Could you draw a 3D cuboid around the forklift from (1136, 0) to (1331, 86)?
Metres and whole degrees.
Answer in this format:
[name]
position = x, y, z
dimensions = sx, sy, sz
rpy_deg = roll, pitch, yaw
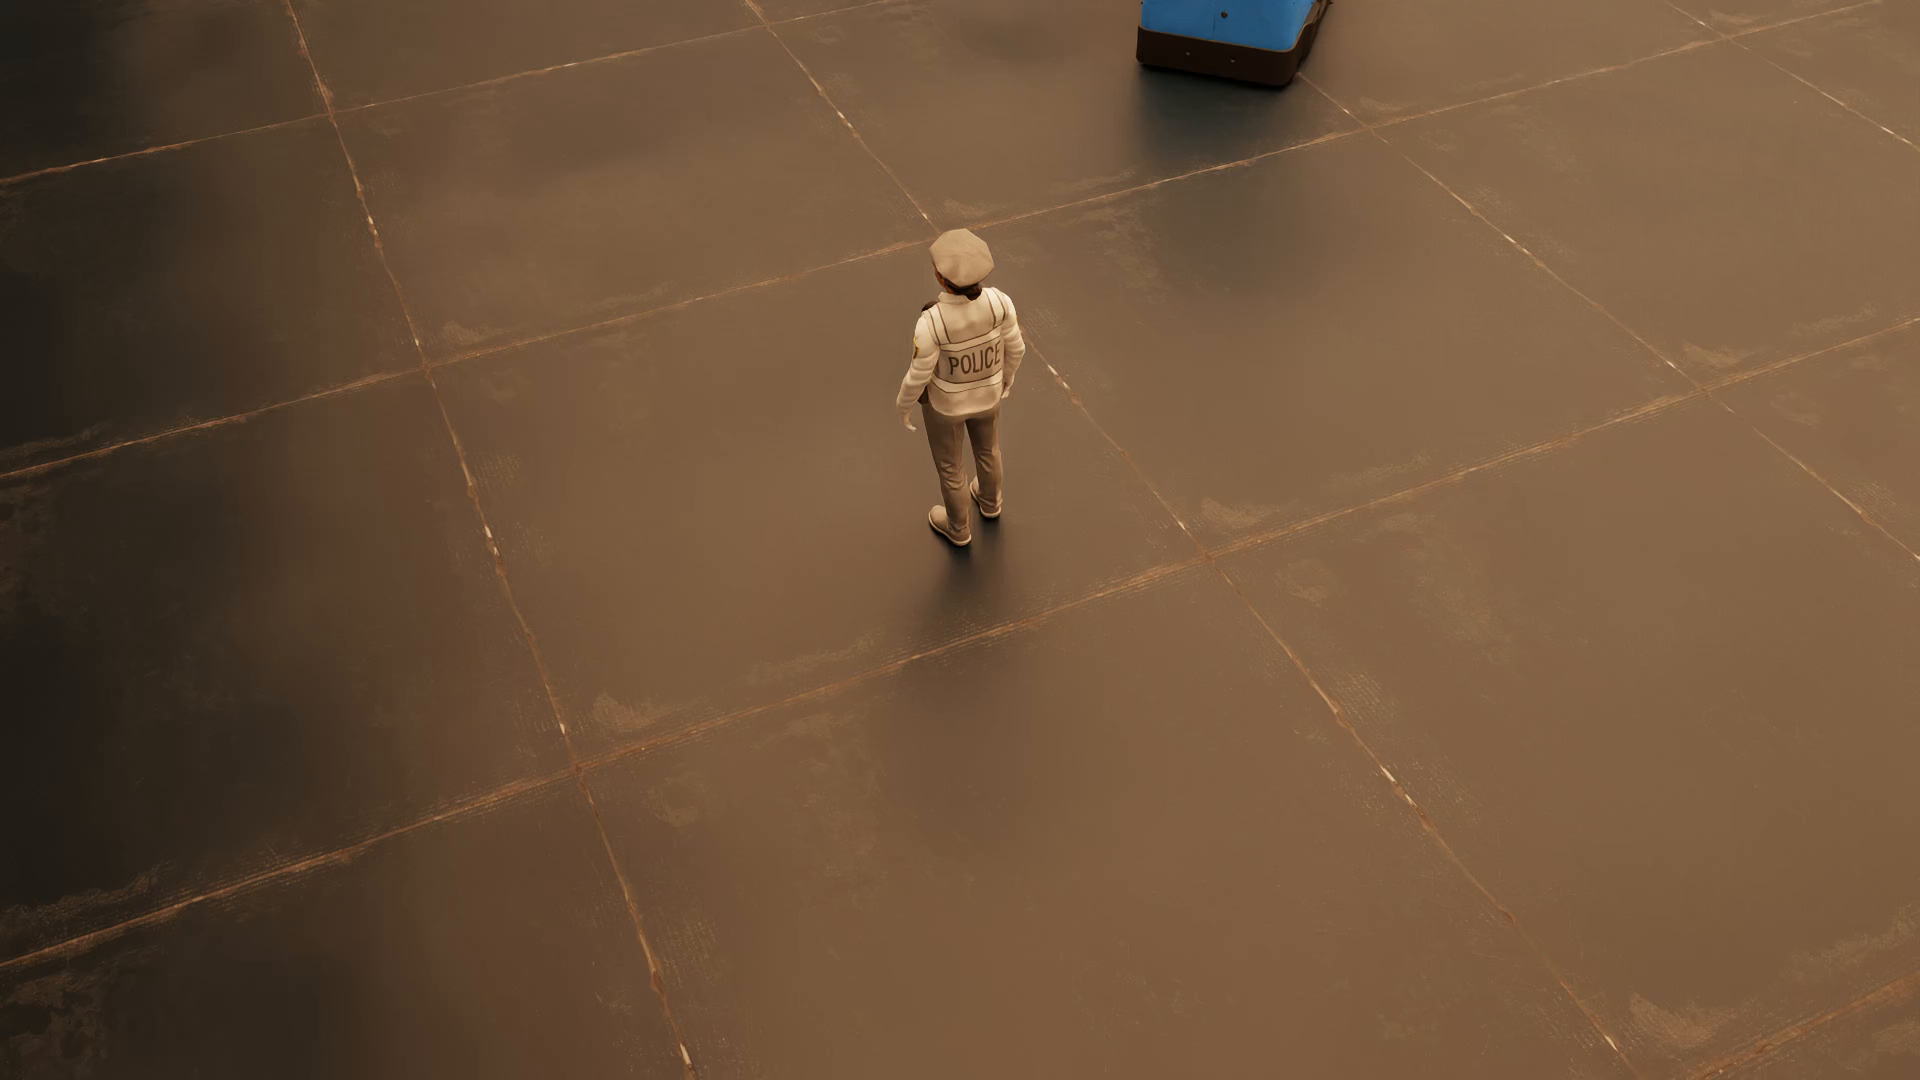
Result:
[forklift]
position = 2.168, -5.075, 11.118
dimensions = 1.130, 2.935, 3.031
rpy_deg = 14, 45, 15

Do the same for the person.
[person]
position = -0.022, -0.669, 7.293
dimensions = 0.586, 1.694, 0.530
rpy_deg = -18, 46, -18
